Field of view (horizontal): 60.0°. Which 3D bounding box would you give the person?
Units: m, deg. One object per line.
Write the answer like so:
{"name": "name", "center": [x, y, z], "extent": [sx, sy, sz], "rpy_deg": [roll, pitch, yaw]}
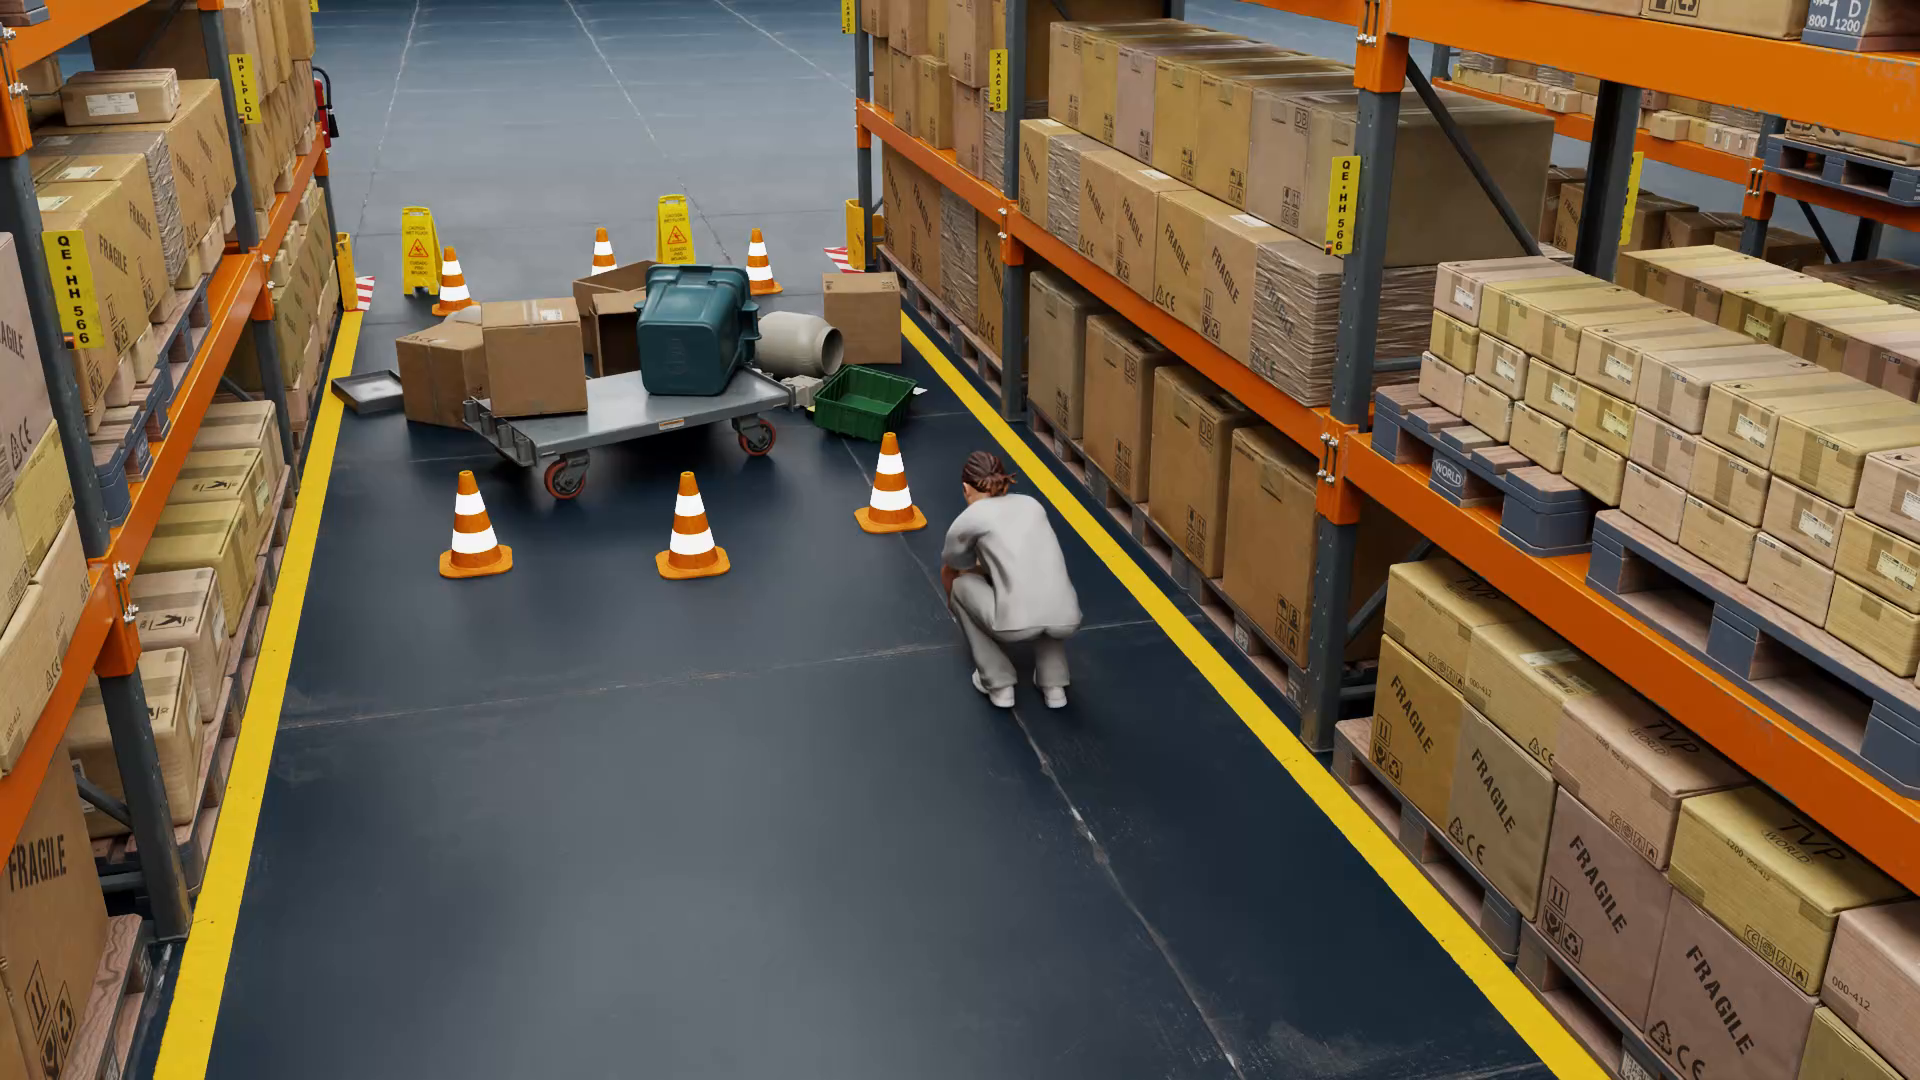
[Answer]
{"name": "person", "center": [0.196, 0.160, 6.677], "extent": [0.491, 0.934, 0.809], "rpy_deg": [-6, 24, -14]}
